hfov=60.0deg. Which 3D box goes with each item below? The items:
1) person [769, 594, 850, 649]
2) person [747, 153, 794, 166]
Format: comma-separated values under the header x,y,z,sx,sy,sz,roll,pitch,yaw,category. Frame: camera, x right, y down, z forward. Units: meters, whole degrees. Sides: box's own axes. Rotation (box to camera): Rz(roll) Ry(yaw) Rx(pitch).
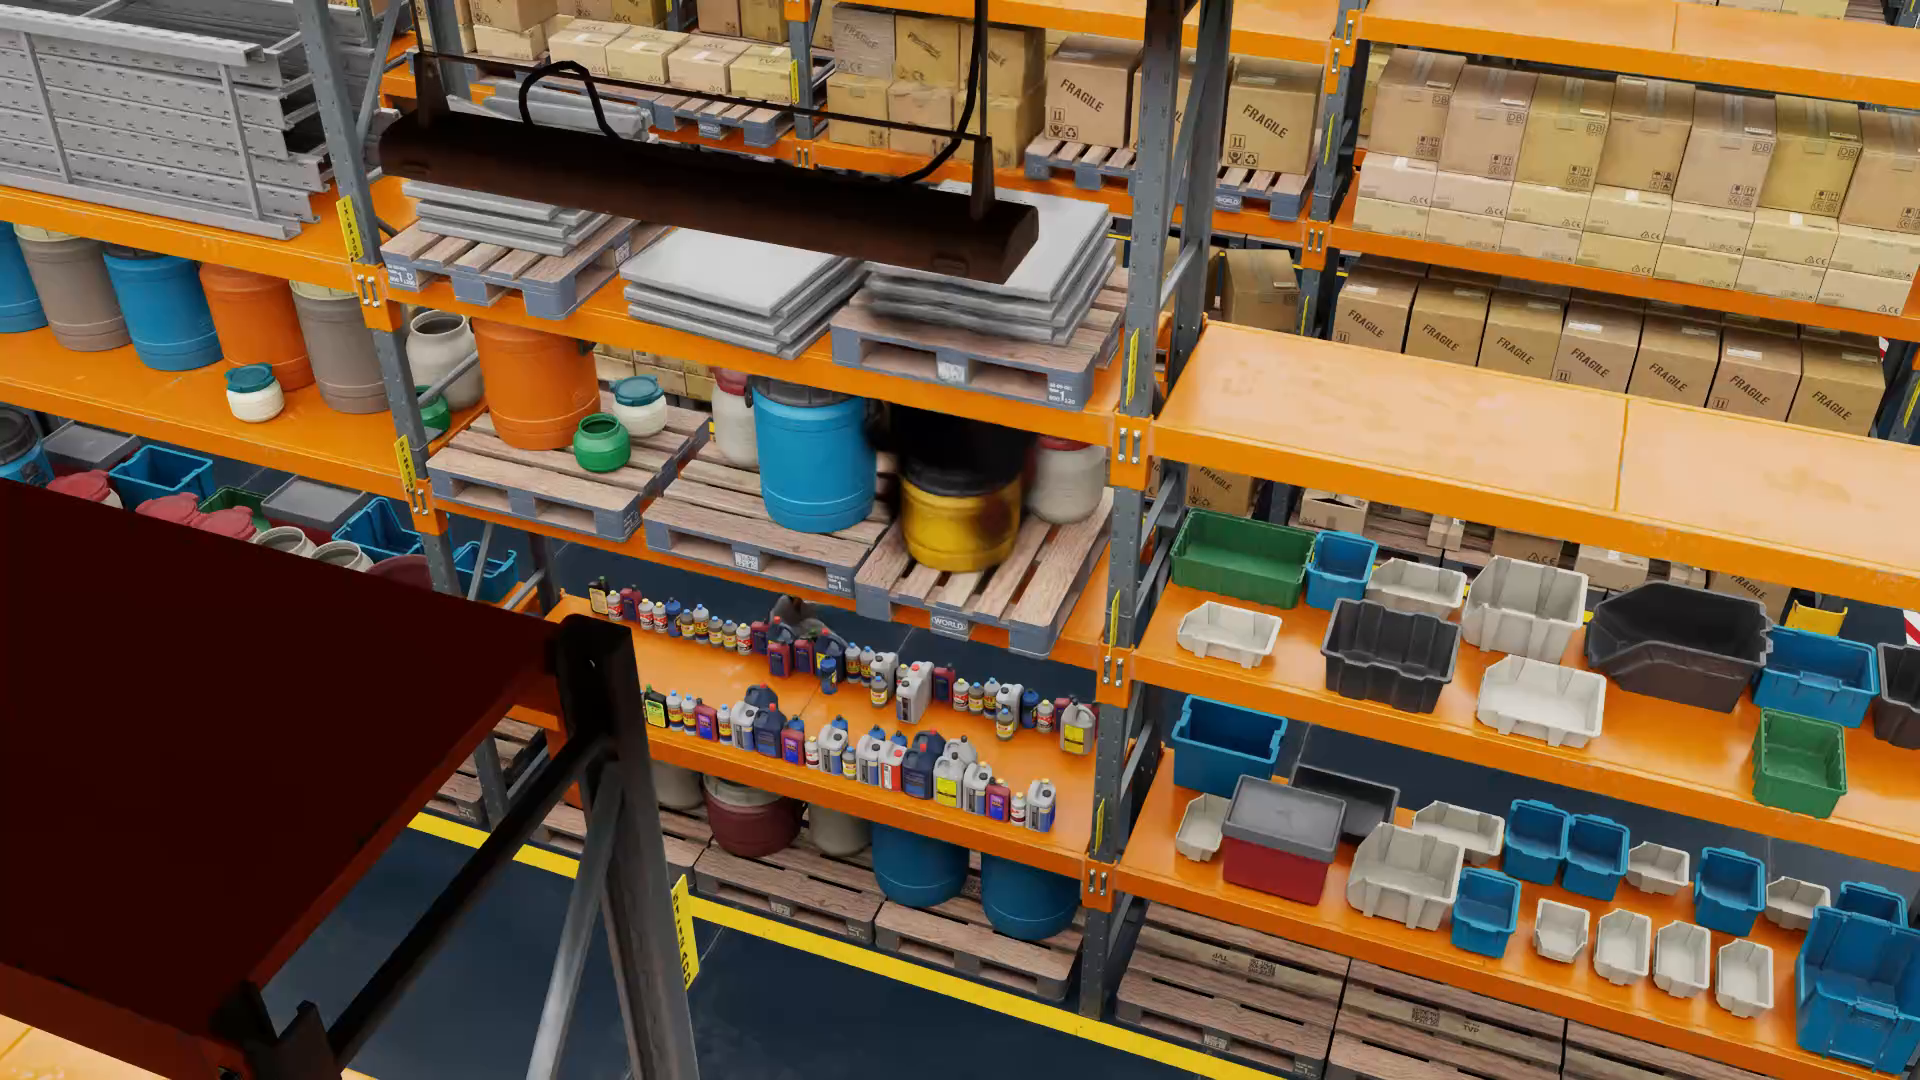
x,y,z,sx,sy,sz,roll,pitch,yaw,category
-1.084,0.298,11.462,0.680,1.572,0.597,17,40,21,person
-1.943,-3.278,16.430,0.830,1.688,0.589,10,38,13,person
